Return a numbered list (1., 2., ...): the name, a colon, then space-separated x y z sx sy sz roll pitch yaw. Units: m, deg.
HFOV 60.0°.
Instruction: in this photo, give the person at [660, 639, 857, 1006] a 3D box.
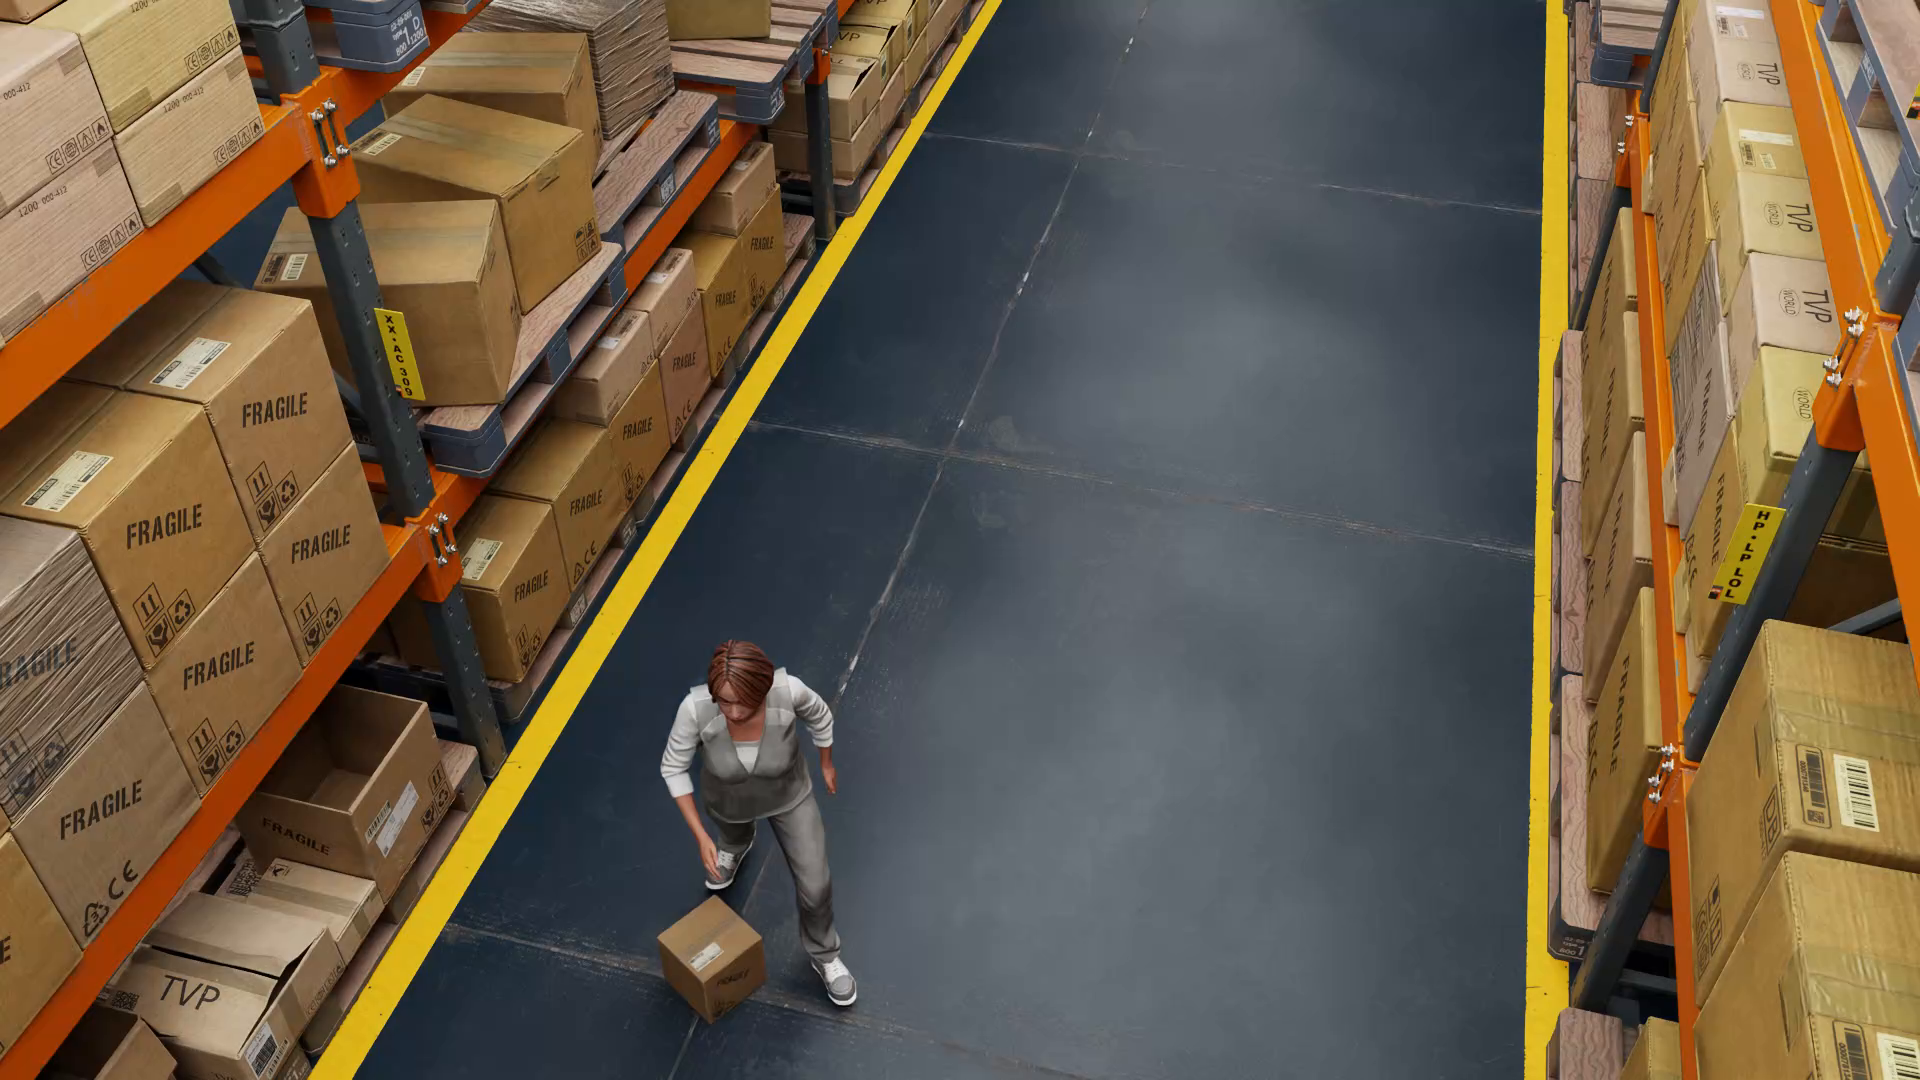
1. person: -0.643 0.782 5.310 0.550 1.520 0.783 -3 42 -3
